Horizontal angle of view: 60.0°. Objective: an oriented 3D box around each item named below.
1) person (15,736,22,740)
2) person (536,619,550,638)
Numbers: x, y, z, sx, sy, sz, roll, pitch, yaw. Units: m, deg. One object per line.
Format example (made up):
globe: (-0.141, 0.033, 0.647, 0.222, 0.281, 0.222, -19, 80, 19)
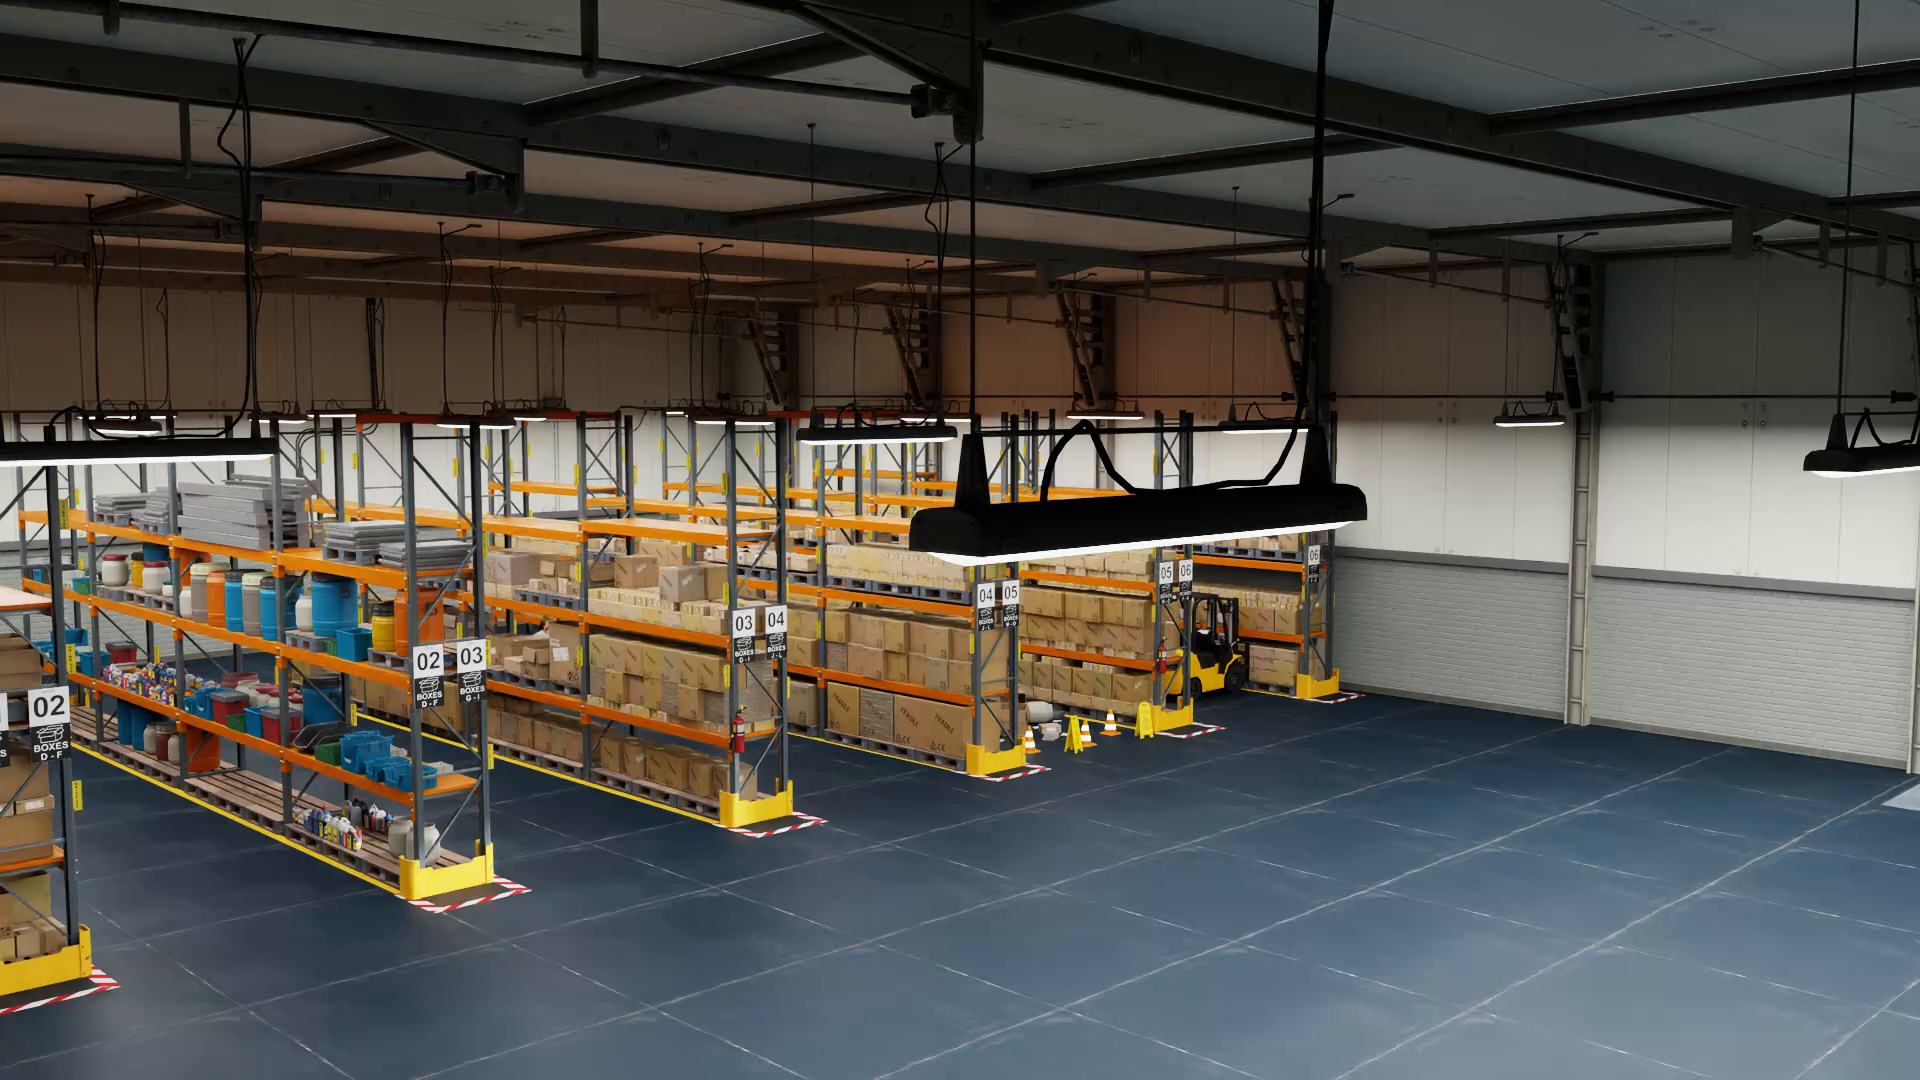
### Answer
person: (-16.790, 2.929, 29.659, 0.995, 1.635, 0.605, 5, 7, 44)
person: (-8.755, 2.477, 35.134, 0.615, 1.650, 0.982, -4, 7, -41)
